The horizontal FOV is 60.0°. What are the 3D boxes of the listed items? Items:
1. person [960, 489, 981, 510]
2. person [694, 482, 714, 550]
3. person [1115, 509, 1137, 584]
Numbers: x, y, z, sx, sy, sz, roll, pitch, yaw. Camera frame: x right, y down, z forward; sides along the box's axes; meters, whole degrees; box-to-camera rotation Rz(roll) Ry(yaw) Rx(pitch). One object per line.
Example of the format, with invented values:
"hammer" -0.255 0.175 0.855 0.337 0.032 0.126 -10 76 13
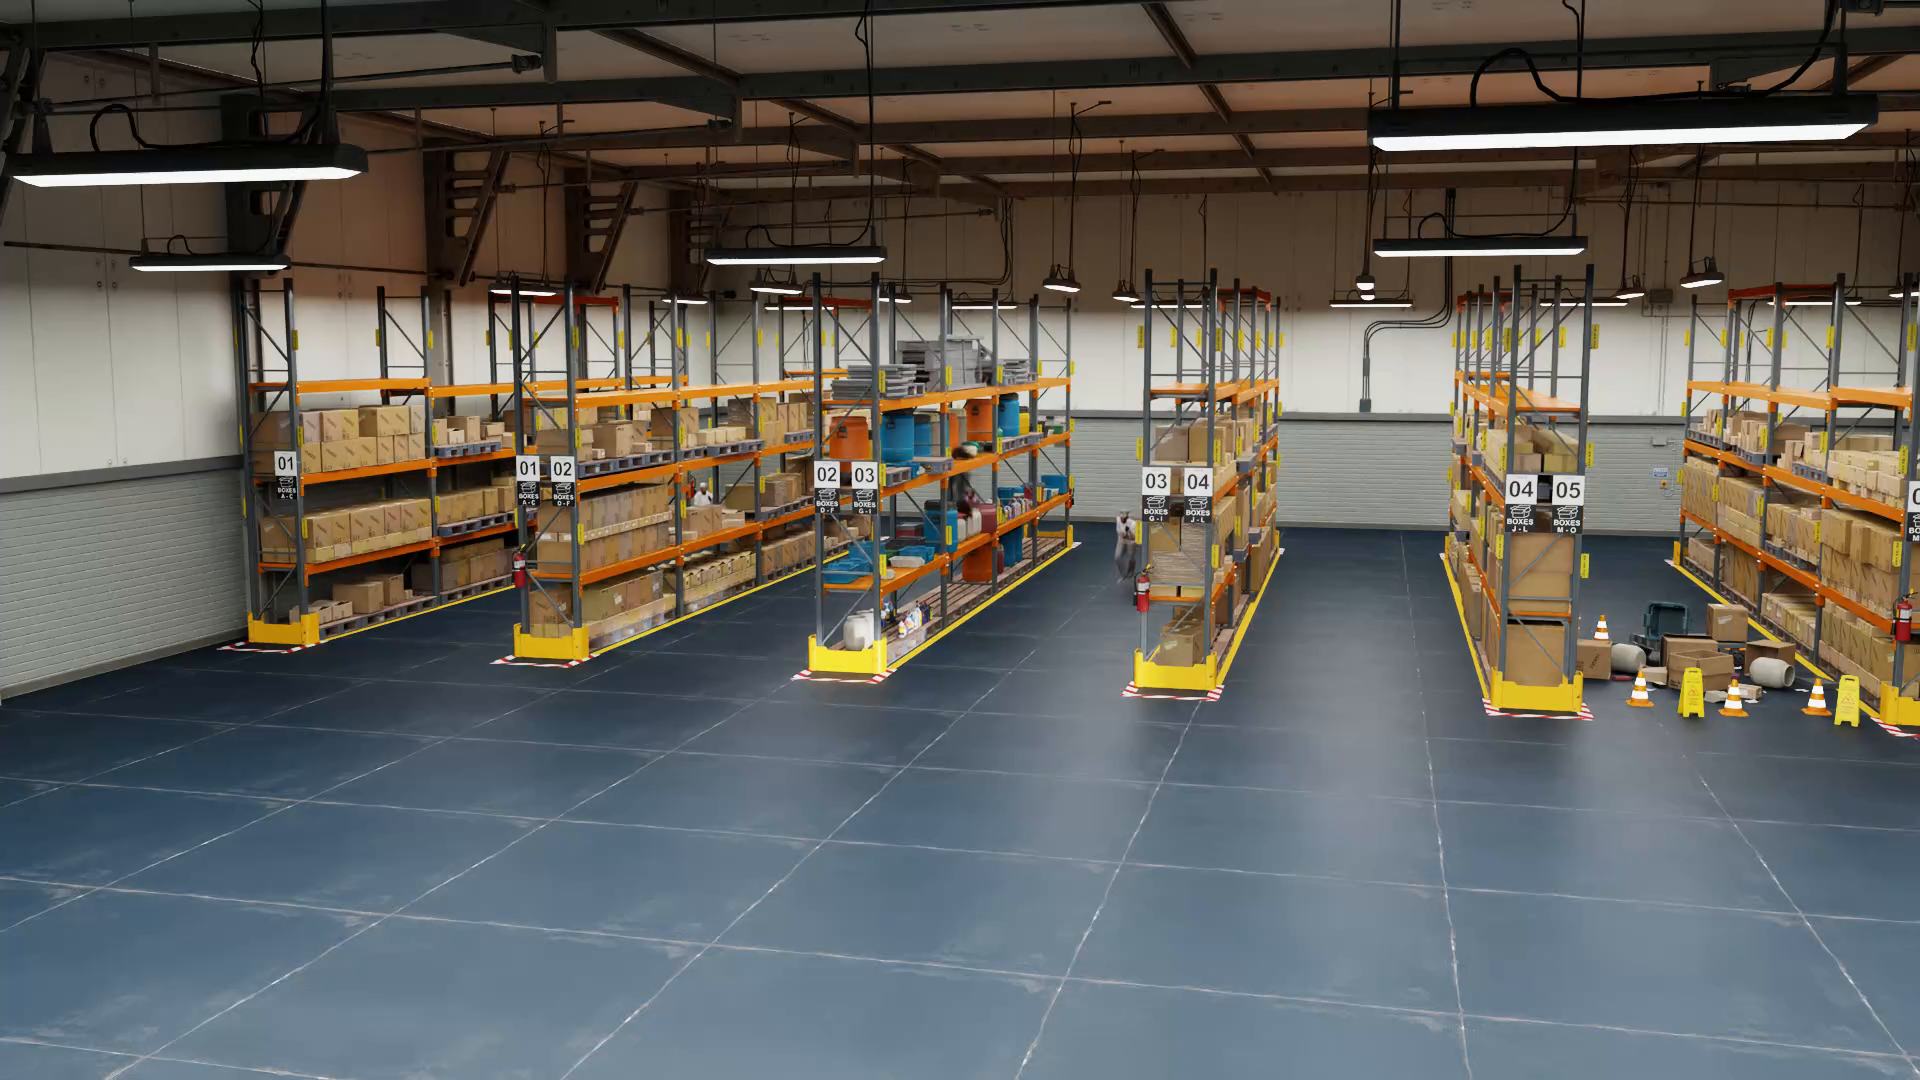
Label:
"person" 0.284 -0.493 39.601 0.538 1.495 0.841 1 7 9
"person" -6.117 -0.597 40.109 0.551 1.615 0.905 1 7 4
"person" 3.311 0.107 32.848 0.583 1.494 1.094 3 8 25
